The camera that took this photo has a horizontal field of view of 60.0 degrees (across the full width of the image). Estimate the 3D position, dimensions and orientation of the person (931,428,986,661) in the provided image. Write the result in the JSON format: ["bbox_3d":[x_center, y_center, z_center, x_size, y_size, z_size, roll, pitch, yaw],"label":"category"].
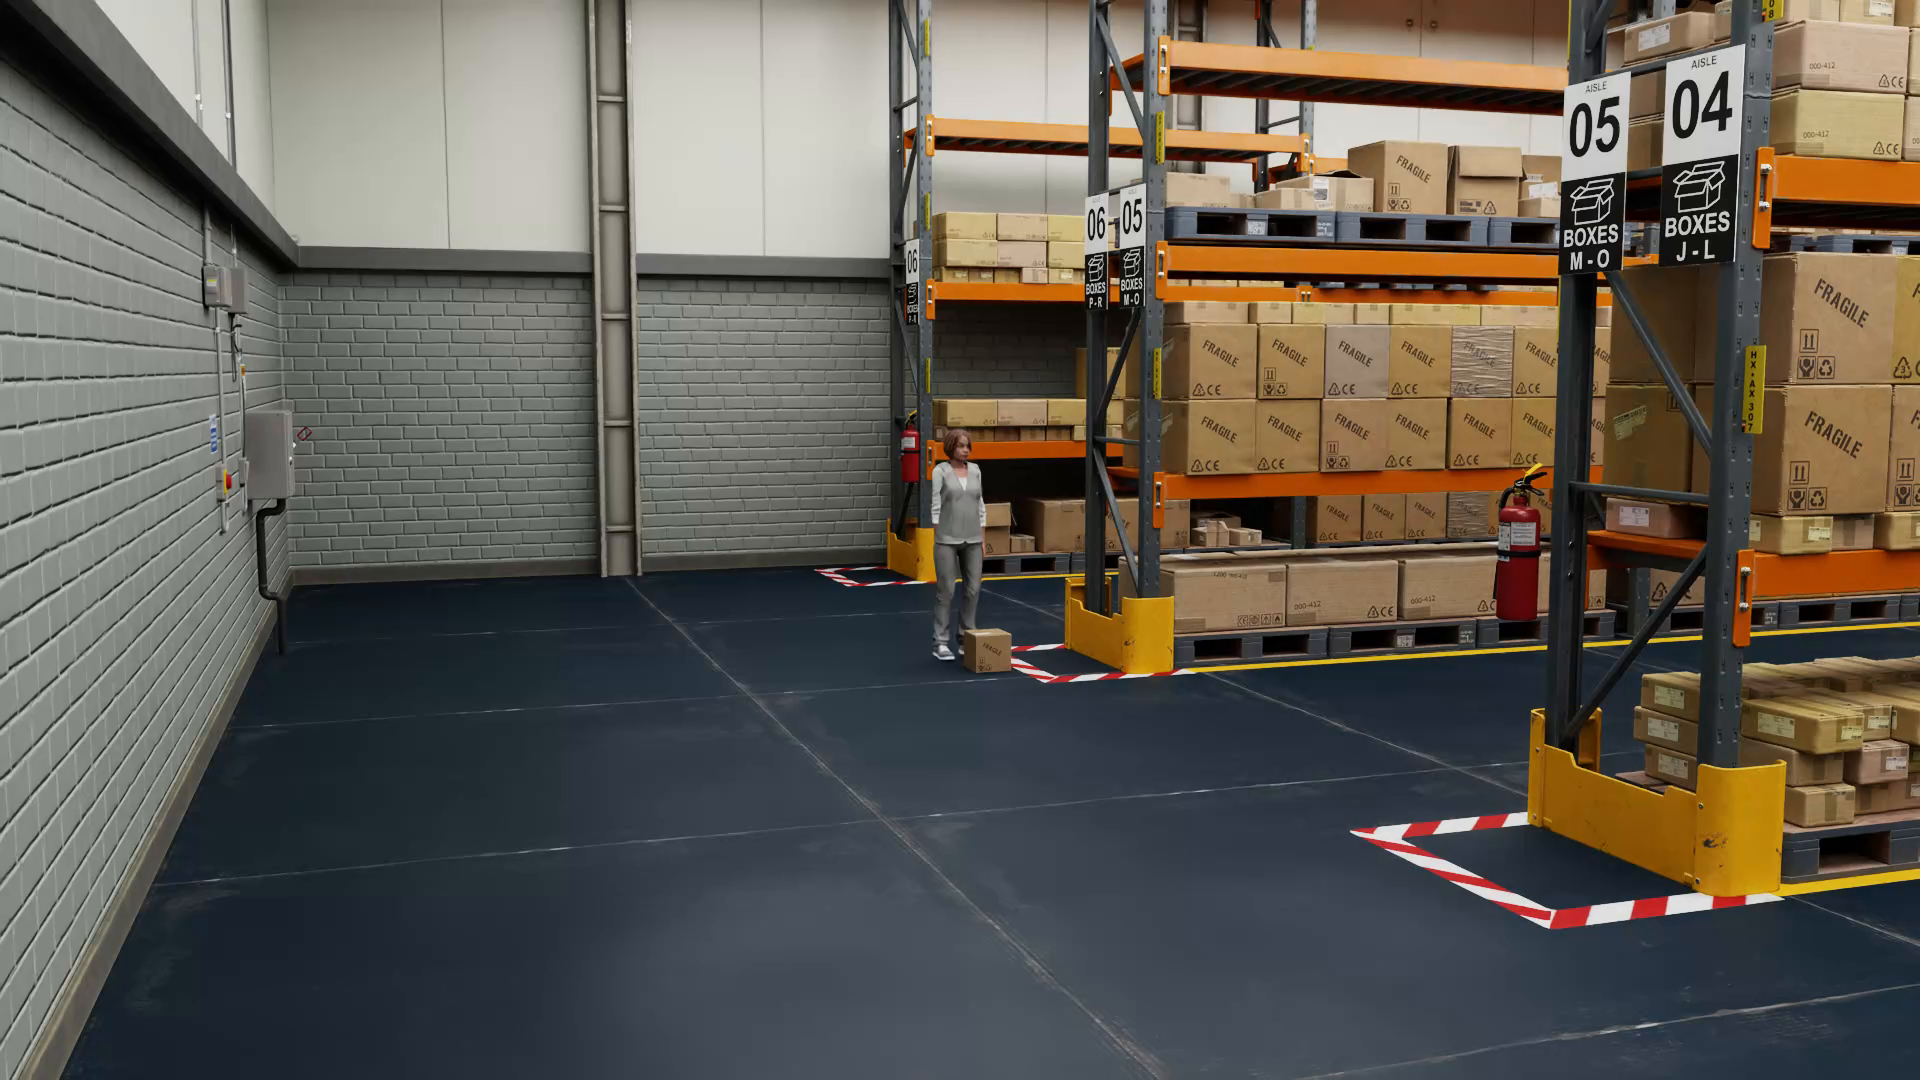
[{"bbox_3d":[-0.002,0.032,11.502,0.406,1.604,0.300,-3,7,-24],"label":"person"}]
